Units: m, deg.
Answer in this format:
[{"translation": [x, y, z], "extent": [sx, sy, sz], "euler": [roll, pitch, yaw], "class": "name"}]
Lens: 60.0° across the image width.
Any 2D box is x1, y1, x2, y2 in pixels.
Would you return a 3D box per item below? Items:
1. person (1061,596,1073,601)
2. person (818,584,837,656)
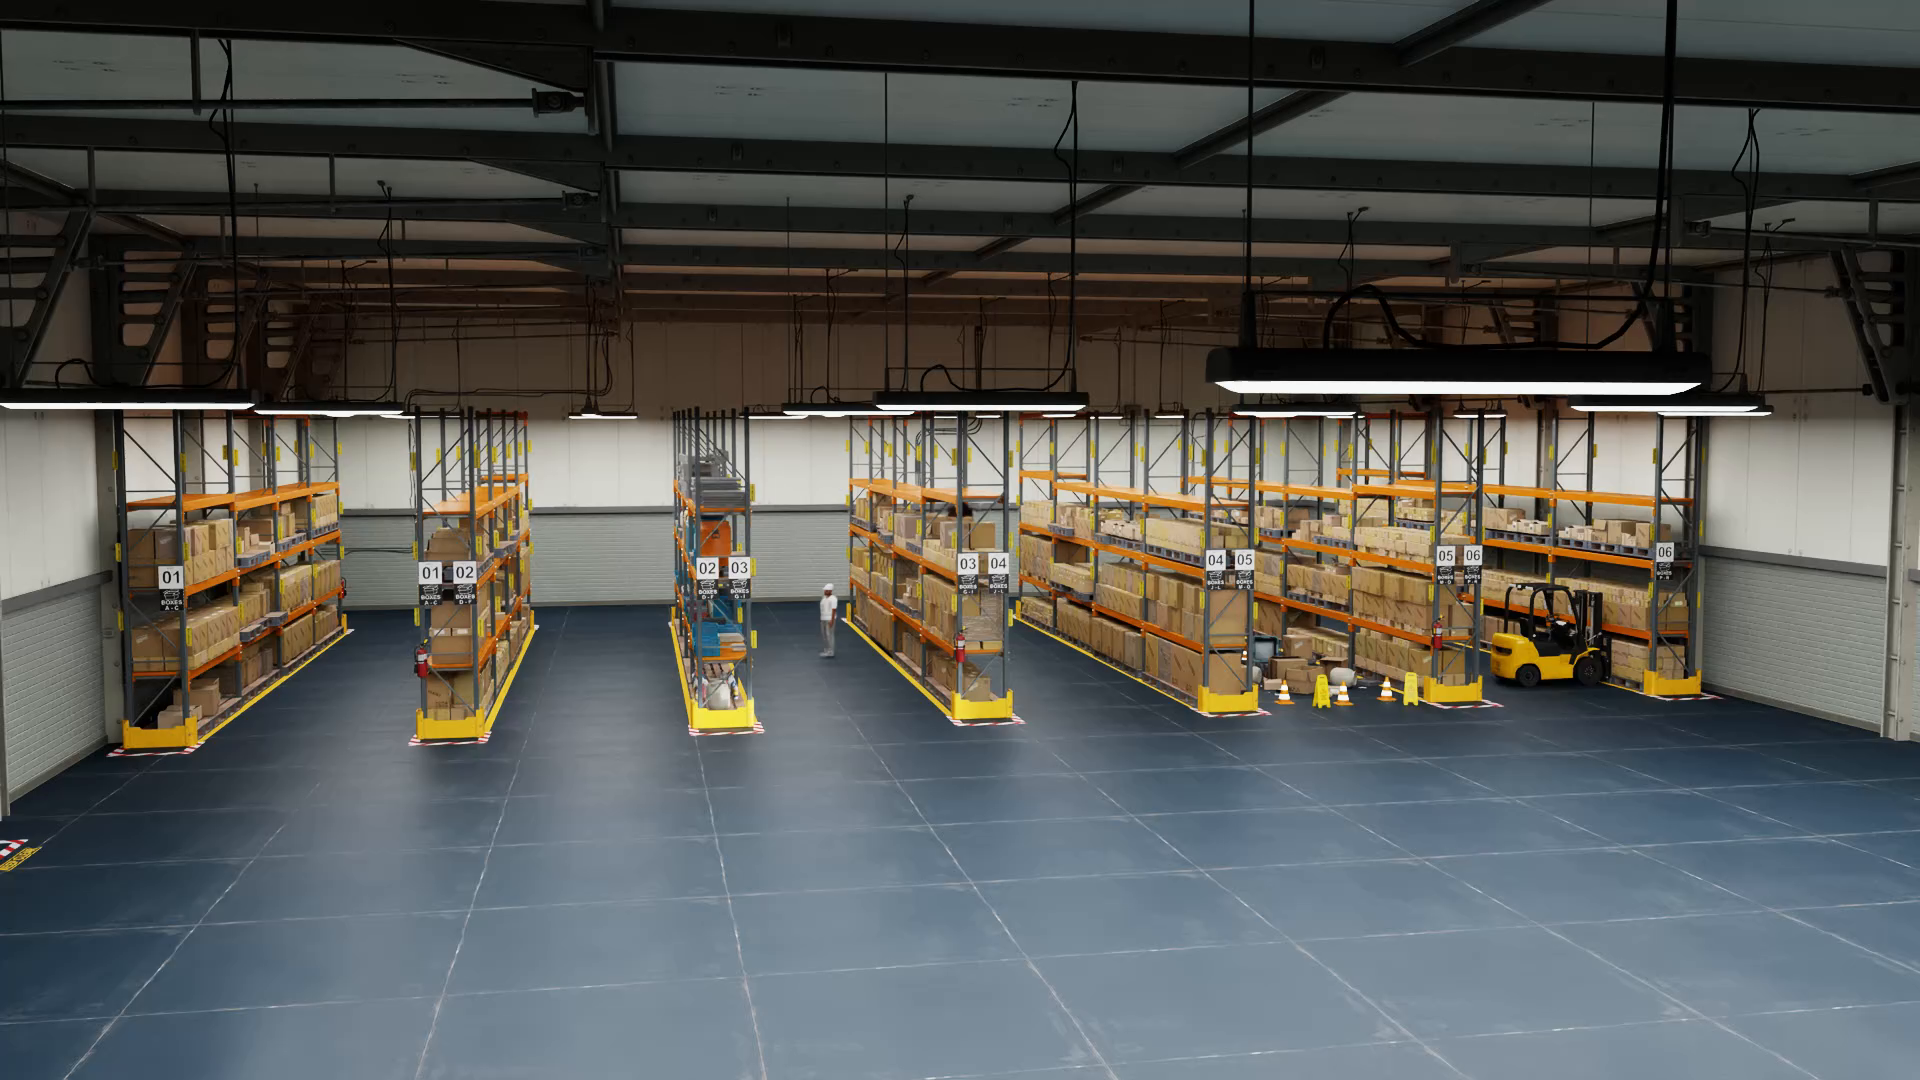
[{"translation": [3.280, 1.151, 52.269], "extent": [0.446, 1.679, 0.486], "euler": [3, 5, 39], "class": "person"}, {"translation": [-3.268, 1.960, 40.597], "extent": [0.408, 1.793, 0.648], "euler": [-3, 5, -34], "class": "person"}]
